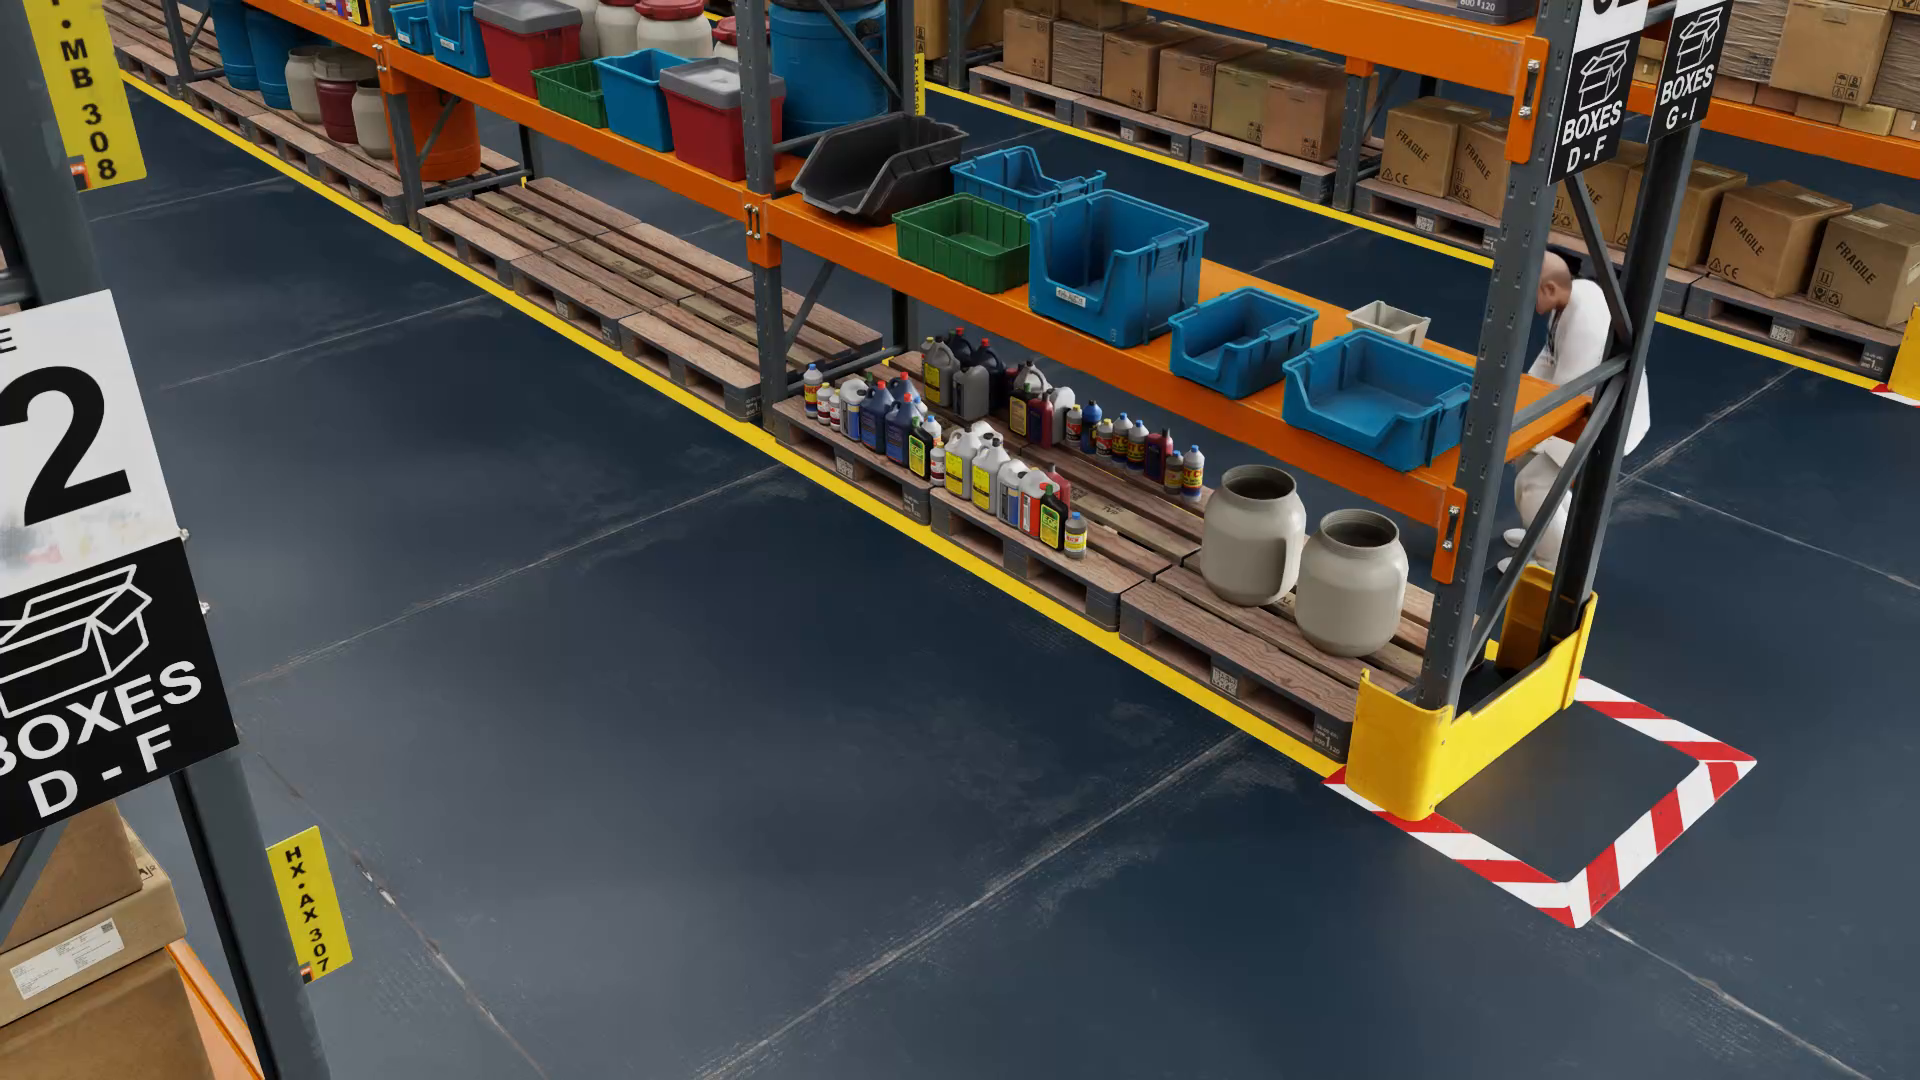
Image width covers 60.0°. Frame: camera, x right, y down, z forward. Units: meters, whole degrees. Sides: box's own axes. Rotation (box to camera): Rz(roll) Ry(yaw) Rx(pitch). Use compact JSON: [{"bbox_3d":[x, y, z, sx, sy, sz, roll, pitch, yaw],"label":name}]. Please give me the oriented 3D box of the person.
[{"bbox_3d":[2.667,-0.497,7.296,0.658,1.440,0.628,8,32,13],"label":"person"}]
